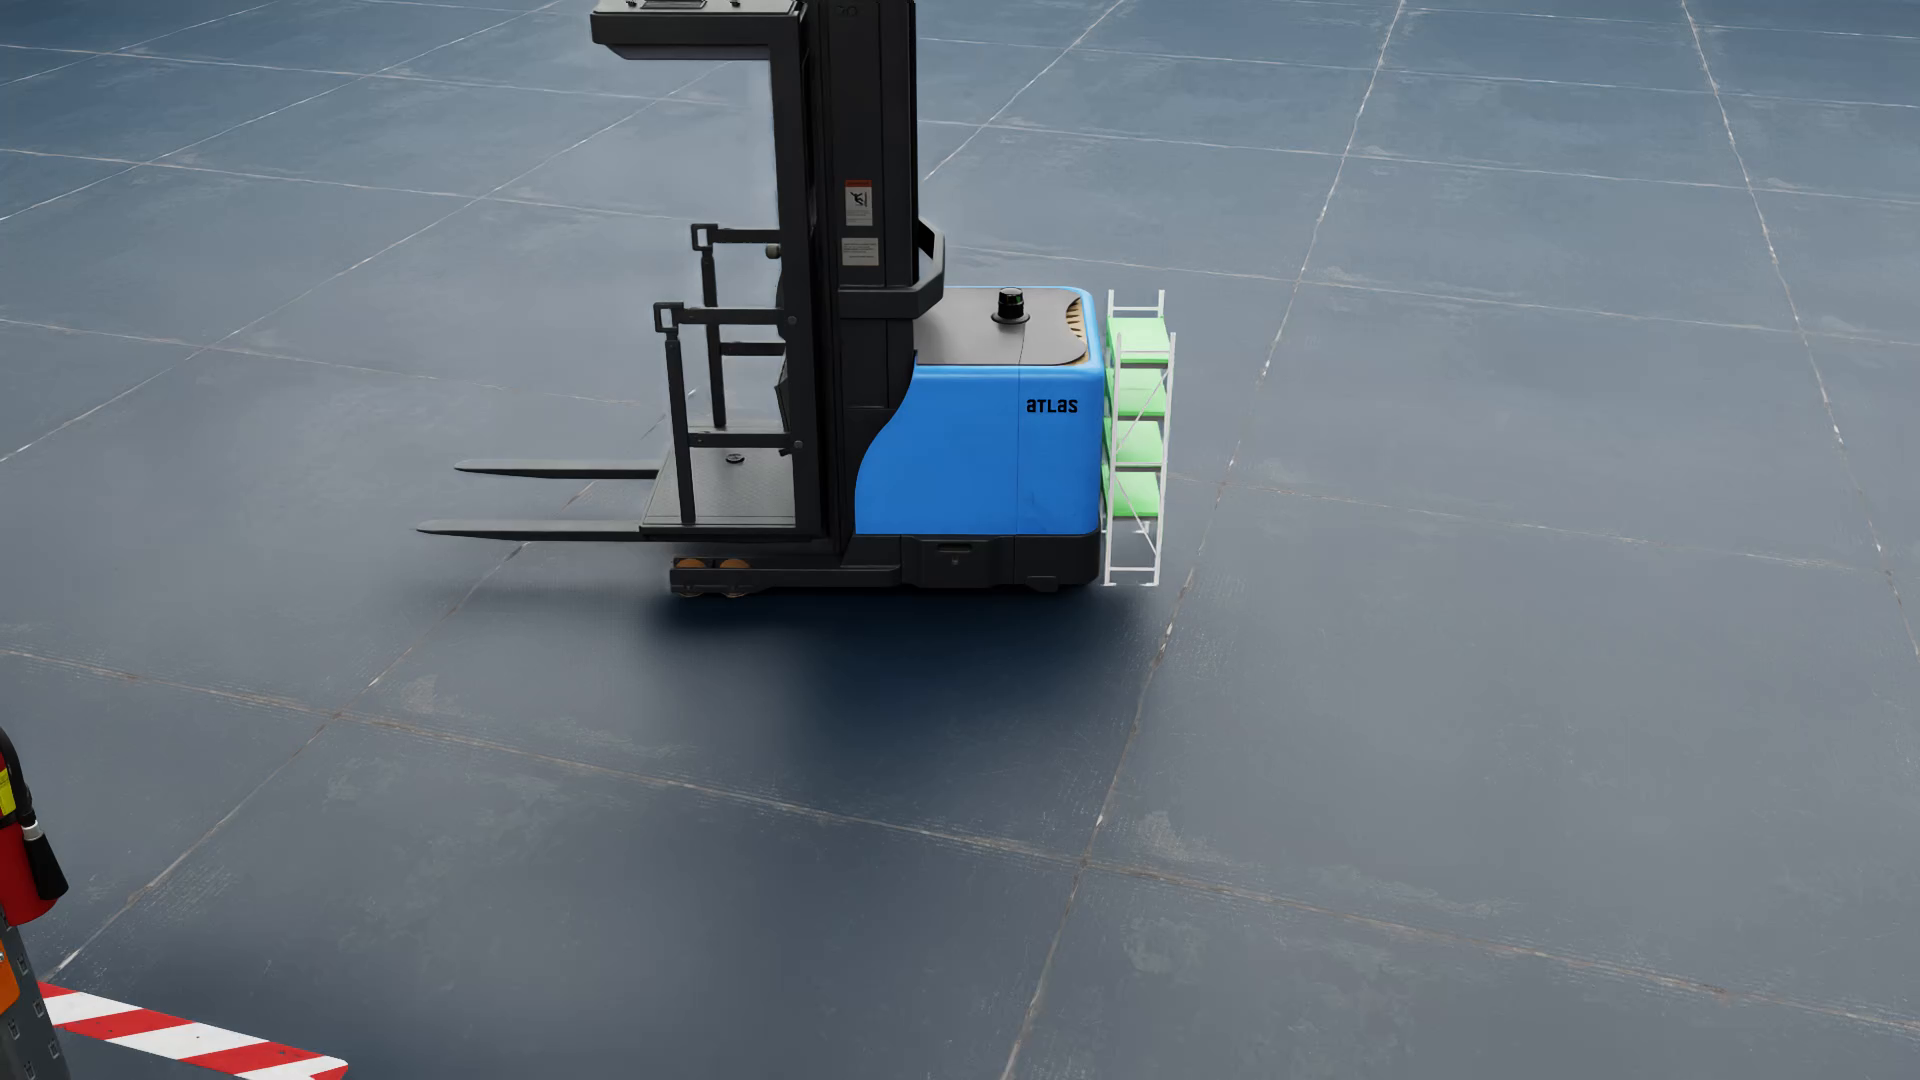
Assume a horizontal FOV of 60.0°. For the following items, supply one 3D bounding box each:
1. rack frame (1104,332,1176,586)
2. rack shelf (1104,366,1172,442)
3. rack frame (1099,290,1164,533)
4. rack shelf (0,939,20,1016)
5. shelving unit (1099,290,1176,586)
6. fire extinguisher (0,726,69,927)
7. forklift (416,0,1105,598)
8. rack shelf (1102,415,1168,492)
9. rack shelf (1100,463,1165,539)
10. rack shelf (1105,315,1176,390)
[{"bbox_3d":[0.762,-0.323,7.096,0.240,1.200,0.015,0,29,0],"label":"rack frame"},{"bbox_3d":[0.764,-0.596,7.224,0.258,0.148,0.480,0,29,0],"label":"rack shelf"},{"bbox_3d":[0.767,-0.560,7.523,0.240,1.200,0.015,0,29,0],"label":"rack frame"},{"bbox_3d":[-3.264,1.757,2.245,1.077,0.370,4.000,8,30,15],"label":"rack shelf"},{"bbox_3d":[0.764,-0.442,7.310,0.258,1.200,0.503,0,29,0],"label":"shelving unit"},{"bbox_3d":[-2.203,0.560,3.737,0.296,0.674,0.183,8,30,15],"label":"fire extinguisher"},{"bbox_3d":[-0.897,-1.286,7.046,3.031,2.935,1.130,0,29,1],"label":"forklift"},{"bbox_3d":[0.764,-0.386,7.341,0.258,0.148,0.480,0,29,0],"label":"rack shelf"},{"bbox_3d":[0.764,-0.176,7.457,0.258,0.148,0.480,0,29,0],"label":"rack shelf"},{"bbox_3d":[0.765,-0.805,7.107,0.258,0.148,0.480,0,29,0],"label":"rack shelf"}]
